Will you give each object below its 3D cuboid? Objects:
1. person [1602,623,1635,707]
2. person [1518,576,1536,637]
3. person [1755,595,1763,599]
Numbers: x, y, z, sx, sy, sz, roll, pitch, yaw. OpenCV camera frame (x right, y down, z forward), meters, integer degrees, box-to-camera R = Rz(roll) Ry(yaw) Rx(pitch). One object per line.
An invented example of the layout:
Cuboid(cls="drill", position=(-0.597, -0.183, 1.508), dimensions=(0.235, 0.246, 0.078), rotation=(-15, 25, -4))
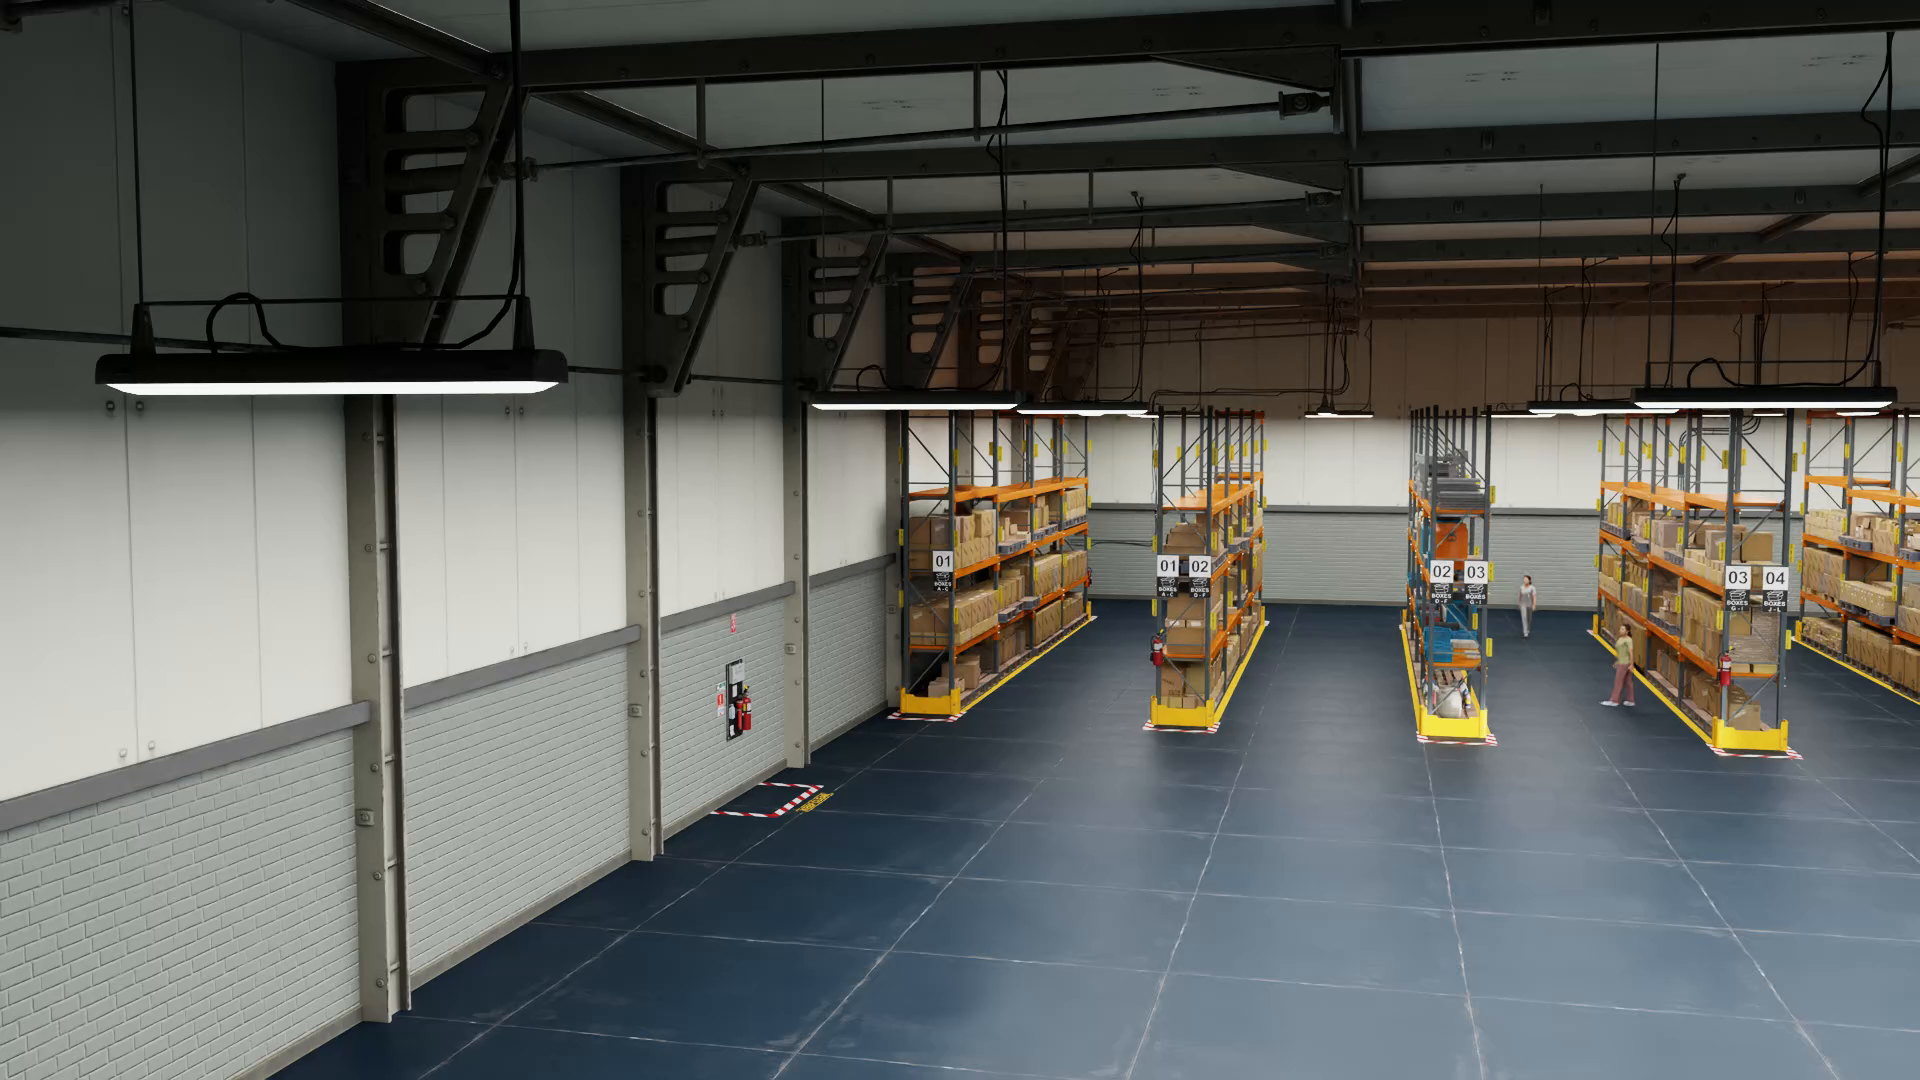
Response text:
Cuboid(cls="person", position=(13.245, 2.495, 33.378), dimensions=(0.606, 1.661, 0.452), rotation=(2, 4, 23))
Cuboid(cls="person", position=(15.062, 1.750, 44.133), dimensions=(0.417, 1.620, 1.064), rotation=(1, 4, 10))
Cuboid(cls="person", position=(21.600, 1.625, 44.844), dimensions=(0.583, 1.747, 0.893), rotation=(3, 5, 33))
